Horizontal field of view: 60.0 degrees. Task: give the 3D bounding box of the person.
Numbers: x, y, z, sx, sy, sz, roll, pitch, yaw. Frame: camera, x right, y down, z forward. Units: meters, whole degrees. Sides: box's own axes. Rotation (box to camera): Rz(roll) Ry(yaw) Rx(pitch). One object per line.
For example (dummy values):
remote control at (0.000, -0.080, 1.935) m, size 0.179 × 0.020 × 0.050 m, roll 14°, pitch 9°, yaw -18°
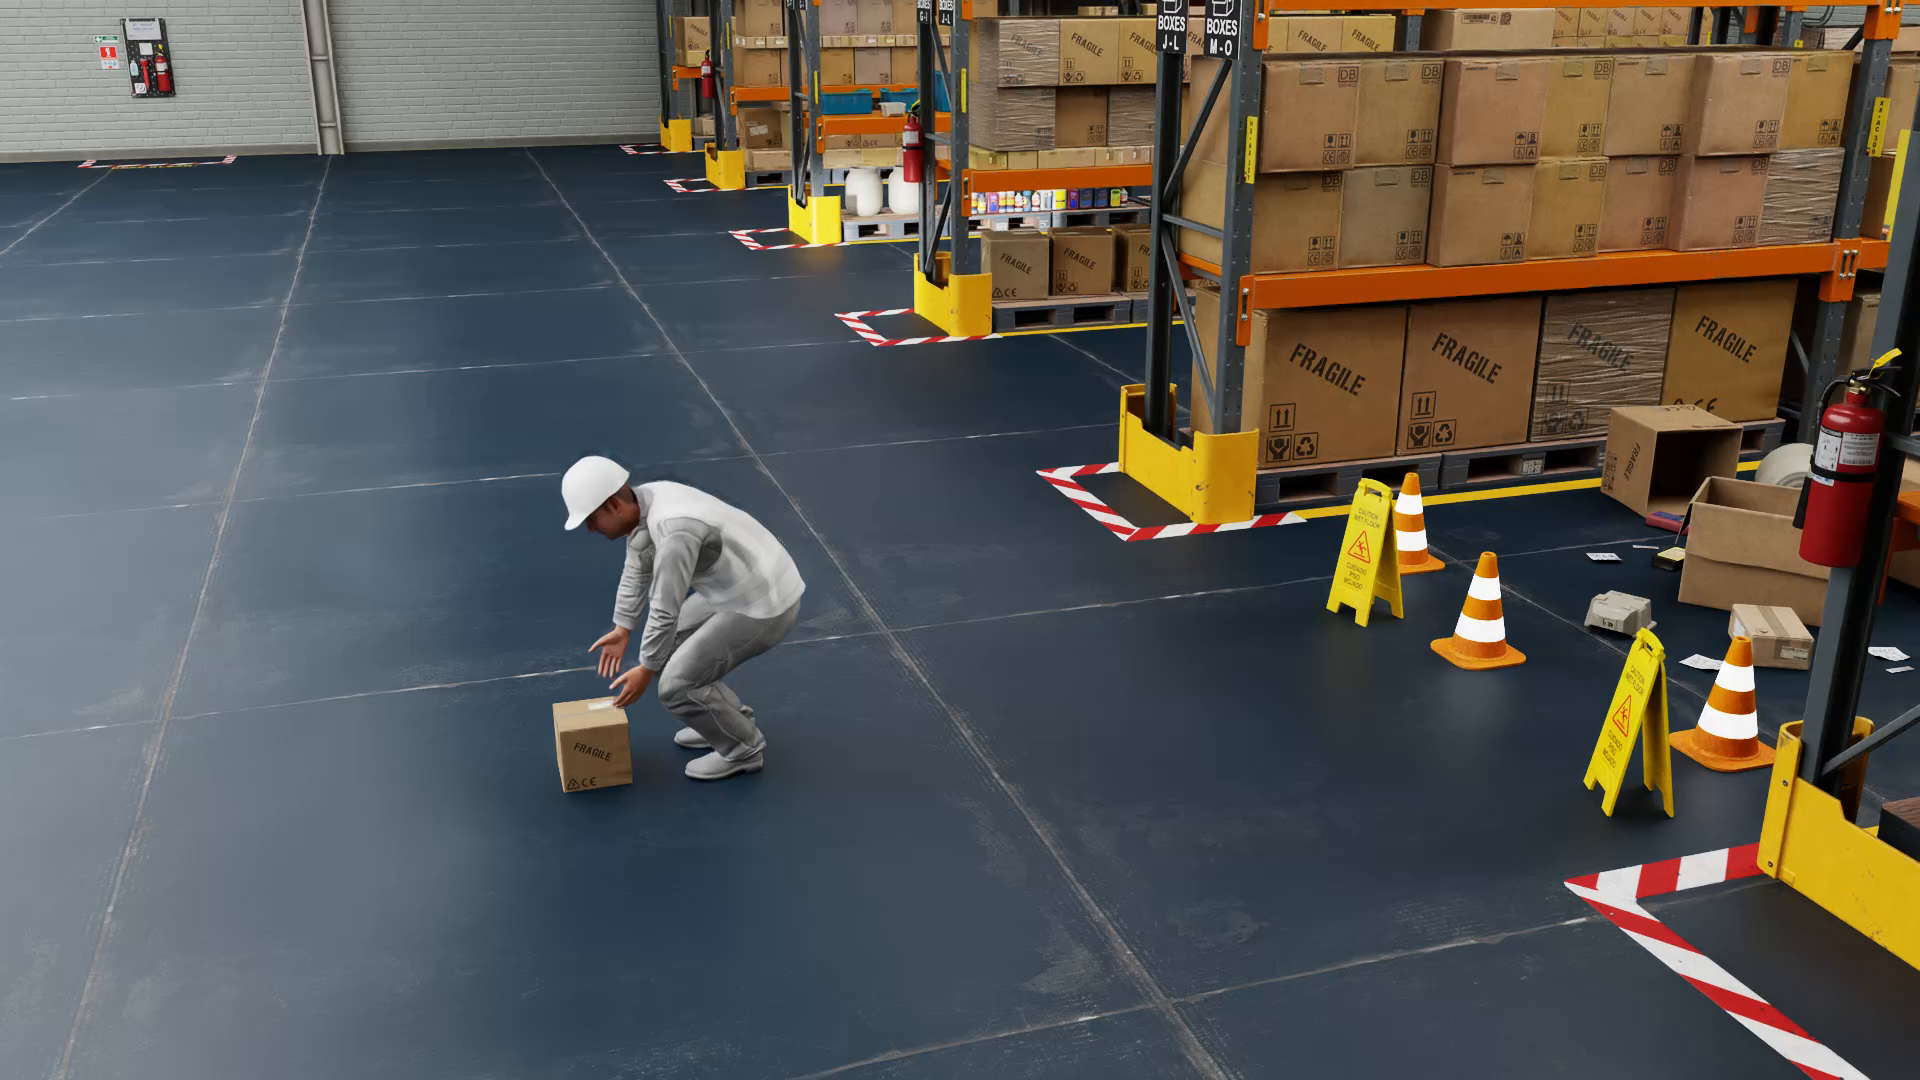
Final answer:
person at (-0.989, 0.263, 6.086) m, size 0.842 × 1.240 × 0.578 m, roll -6°, pitch 20°, yaw -17°
